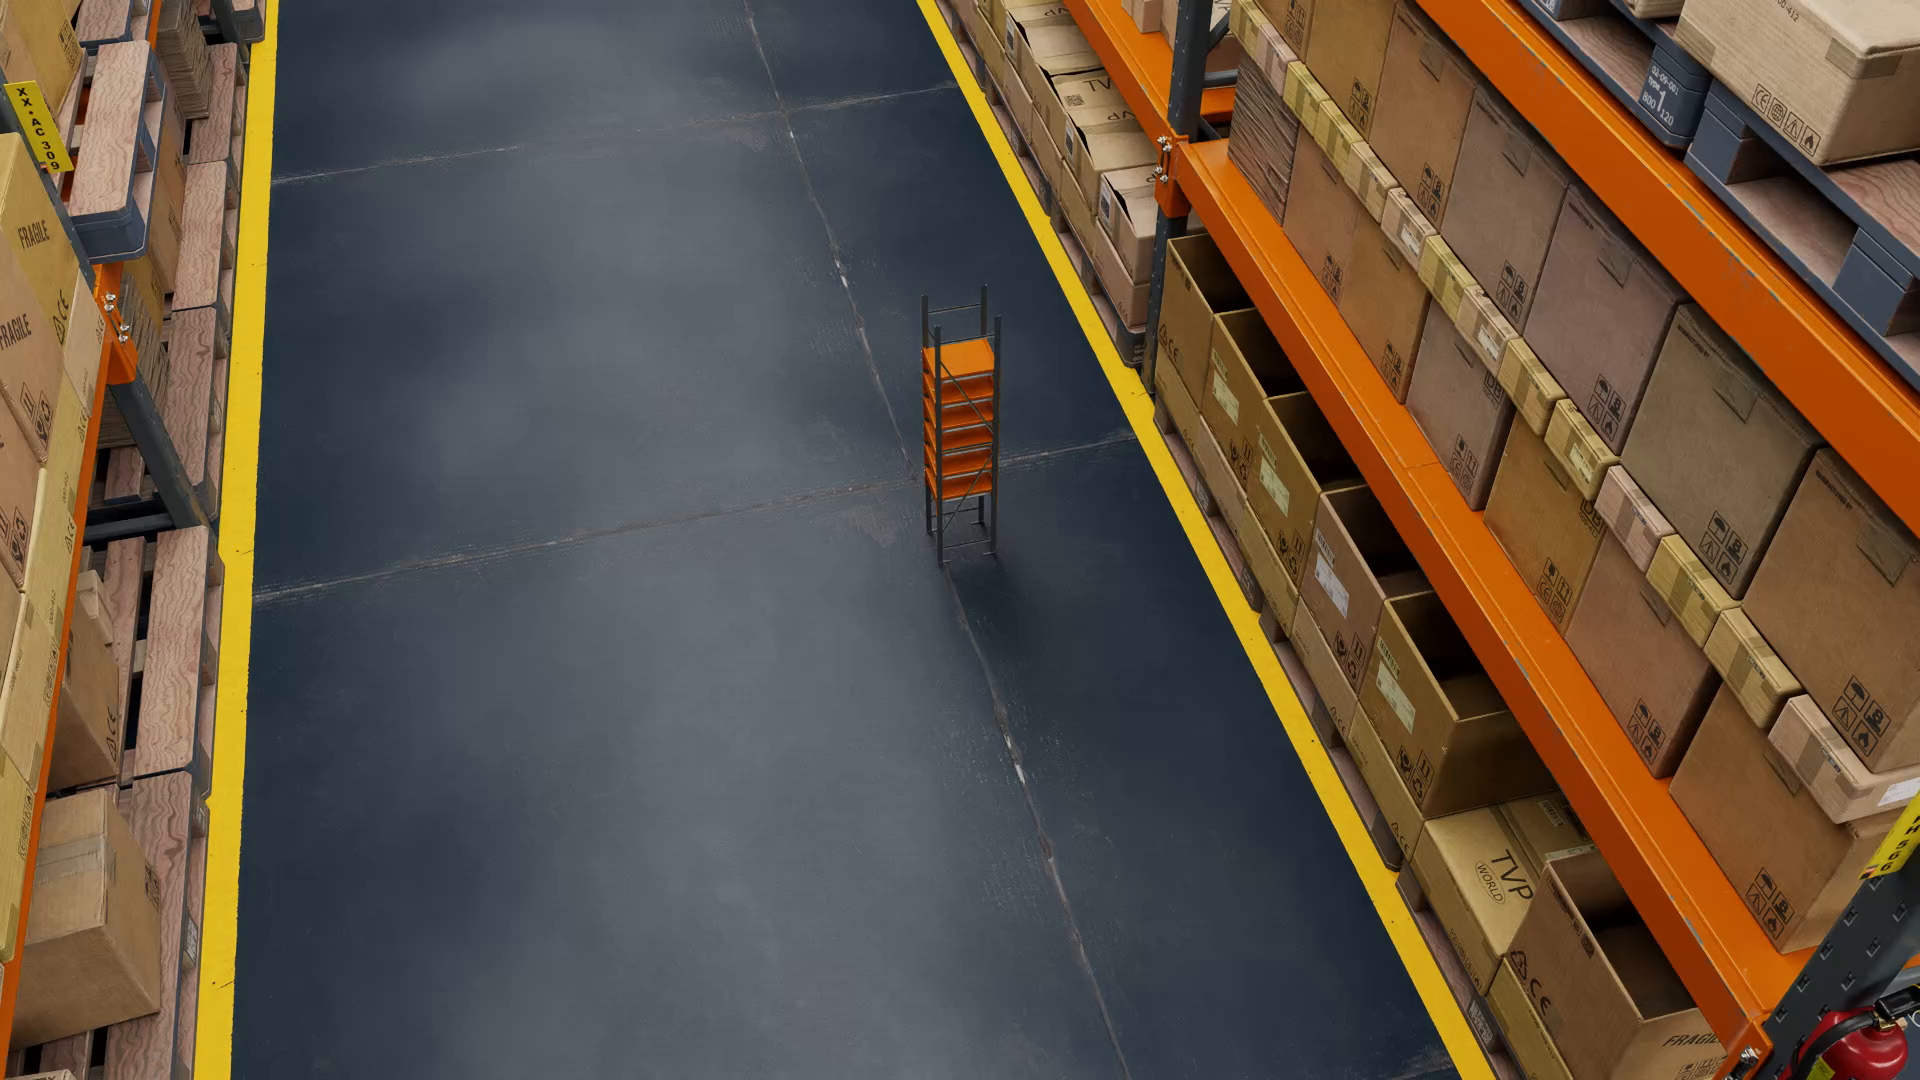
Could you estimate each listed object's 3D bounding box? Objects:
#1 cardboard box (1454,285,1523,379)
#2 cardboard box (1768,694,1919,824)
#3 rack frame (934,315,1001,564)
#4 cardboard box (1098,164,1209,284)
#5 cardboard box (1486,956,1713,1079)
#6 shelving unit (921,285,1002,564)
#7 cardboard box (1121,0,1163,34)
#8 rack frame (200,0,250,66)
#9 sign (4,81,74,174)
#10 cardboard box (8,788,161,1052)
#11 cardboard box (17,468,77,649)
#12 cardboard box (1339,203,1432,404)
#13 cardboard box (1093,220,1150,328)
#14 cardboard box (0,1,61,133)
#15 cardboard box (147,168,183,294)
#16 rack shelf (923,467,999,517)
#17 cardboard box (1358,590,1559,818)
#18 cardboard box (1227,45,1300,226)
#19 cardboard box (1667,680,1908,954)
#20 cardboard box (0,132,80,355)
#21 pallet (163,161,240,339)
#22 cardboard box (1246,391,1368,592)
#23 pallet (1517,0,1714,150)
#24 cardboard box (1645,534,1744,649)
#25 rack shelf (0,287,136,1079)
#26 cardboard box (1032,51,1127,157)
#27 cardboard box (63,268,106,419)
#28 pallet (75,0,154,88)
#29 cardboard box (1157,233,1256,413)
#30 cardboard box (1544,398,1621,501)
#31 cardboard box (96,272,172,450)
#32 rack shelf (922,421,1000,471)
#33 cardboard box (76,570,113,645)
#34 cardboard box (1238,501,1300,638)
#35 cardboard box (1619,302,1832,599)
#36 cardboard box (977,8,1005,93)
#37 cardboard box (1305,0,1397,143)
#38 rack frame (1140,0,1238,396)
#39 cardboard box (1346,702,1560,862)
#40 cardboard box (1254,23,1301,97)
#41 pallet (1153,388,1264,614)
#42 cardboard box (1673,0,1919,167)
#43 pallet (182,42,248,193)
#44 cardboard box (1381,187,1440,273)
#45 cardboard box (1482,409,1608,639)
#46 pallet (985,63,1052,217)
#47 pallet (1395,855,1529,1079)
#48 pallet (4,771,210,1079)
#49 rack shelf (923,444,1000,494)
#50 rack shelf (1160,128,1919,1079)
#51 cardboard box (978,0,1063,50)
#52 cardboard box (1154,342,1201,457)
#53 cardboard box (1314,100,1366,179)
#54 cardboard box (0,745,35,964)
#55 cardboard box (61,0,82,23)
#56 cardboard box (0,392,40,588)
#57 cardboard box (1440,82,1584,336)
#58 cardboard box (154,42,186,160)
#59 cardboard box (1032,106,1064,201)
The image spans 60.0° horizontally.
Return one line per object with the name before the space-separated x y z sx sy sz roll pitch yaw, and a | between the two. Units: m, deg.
cardboard box | 1.650 -0.622 4.735 0.380 0.149 0.250 -11 47 -11
cardboard box | 2.049 0.449 3.686 0.380 0.149 0.250 -11 47 -11
rack frame | 0.027 -0.347 6.250 0.240 1.200 0.006 -11 47 -10
cardboard box | 0.926 -1.430 7.290 0.500 0.311 0.500 -11 47 -10
cardboard box | 1.908 1.439 4.871 0.500 0.250 0.500 -11 47 -10
shelving unit | 0.004 -0.410 6.312 0.258 1.200 0.189 -11 47 -10
cardboard box | 0.905 -2.349 7.045 0.396 0.266 0.258 -12 47 -11
rack frame | -4.504 -3.675 8.252 1.000 3.000 0.127 -11 47 -10
sign | -2.958 -1.321 5.339 0.100 0.325 0.005 -11 47 -10
cardboard box | -2.832 1.165 4.950 0.700 0.500 0.500 -13 47 -13
cardboard box | -2.803 0.093 4.649 0.500 0.250 0.500 -11 47 -11
cardboard box | 1.693 -0.842 5.405 0.700 0.500 0.500 -10 46 -10
cardboard box | 0.921 -1.240 7.496 0.500 0.250 0.500 -11 47 -11
cardboard box | -3.578 -1.460 5.703 0.700 0.500 0.500 -11 47 -10
cardboard box | -3.957 -1.405 7.469 0.700 0.500 0.500 -10 46 -10
rack shelf | 0.004 -0.211 6.515 0.258 0.103 0.180 -11 47 -10
cardboard box | 1.636 0.489 5.277 0.500 0.500 0.500 -11 47 -10
cardboard box | 1.427 -1.552 6.101 0.700 0.500 0.500 -12 47 -11
cardboard box | 2.224 0.580 4.011 0.700 0.500 0.500 -11 47 -10
cardboard box | -3.060 -0.861 5.059 0.500 0.500 0.500 -11 47 -10
pallet | -3.997 -1.319 7.895 1.003 0.211 1.213 -11 47 -10
cardboard box | 1.379 -0.201 5.953 0.500 0.500 0.500 -11 47 -10
pallet | 1.859 -1.416 3.999 1.003 0.211 1.213 -11 47 -10
cardboard box | 1.915 0.092 4.036 0.380 0.149 0.250 -11 47 -11
rack shelf | -2.968 0.719 4.449 1.077 0.370 4.000 -11 47 -10
cardboard box | 0.662 -2.133 7.979 0.500 0.311 0.500 -11 47 -10
cardboard box | -3.066 -0.597 5.326 0.500 0.250 0.500 -11 47 -10
pallet | -3.958 -2.249 6.988 1.003 0.211 1.213 -11 47 -10
cardboard box | 1.123 -0.892 6.630 0.500 0.500 0.500 -11 47 -10
cardboard box | 1.785 -0.264 4.384 0.380 0.149 0.250 -9 46 -9
cardboard box | -3.685 -0.698 6.776 0.700 0.500 0.500 -9 46 -9
rack shelf | 0.004 -0.379 6.343 0.258 0.103 0.180 -11 47 -10
cardboard box | -3.314 0.288 6.043 0.380 0.166 0.250 -16 48 -15
cardboard box | 1.379 0.061 6.221 0.500 0.250 0.500 -11 47 -10
cardboard box | 2.071 -0.273 3.939 0.700 0.500 0.500 -12 47 -11
cardboard box | 0.402 -2.648 8.876 0.500 0.250 0.500 -12 47 -11
cardboard box | 1.558 -1.657 5.296 0.700 0.500 0.500 -11 47 -10
rack frame | 1.307 -1.822 6.435 1.000 3.000 0.127 -11 47 -10
cardboard box | 1.639 0.751 5.545 0.500 0.250 0.500 -11 47 -10
cardboard box | 1.253 -1.690 5.782 0.380 0.149 0.250 -10 46 -10
pallet | 1.470 -0.289 6.886 1.003 0.211 1.213 -11 47 -10
cardboard box | 1.782 -1.001 3.243 0.500 0.250 0.500 -11 47 -10
pallet | -4.306 -2.160 8.719 1.003 0.211 1.213 -11 47 -10
cardboard box | 1.523 -0.974 5.080 0.380 0.149 0.250 -12 47 -11
cardboard box | 1.963 -0.126 4.703 0.700 0.500 0.500 -10 46 -10
pallet | 0.765 -2.192 8.750 1.003 0.211 1.213 -11 47 -10
pallet | 2.095 1.395 5.235 1.003 0.211 1.213 -11 47 -10
pallet | -2.958 1.363 5.266 1.003 0.211 1.213 -11 47 -10
rack shelf | 0.004 -0.295 6.429 0.258 0.103 0.180 -11 47 -10
rack shelf | 1.819 -0.189 5.339 1.077 0.370 4.000 -11 47 -10
cardboard box | 0.404 -2.836 8.667 0.500 0.311 0.500 -12 47 -11
cardboard box | 1.133 -0.631 6.899 0.500 0.250 0.500 -11 47 -10
cardboard box | 1.389 -1.331 5.430 0.380 0.149 0.250 -11 47 -11
cardboard box | -2.546 0.790 3.967 0.500 0.250 0.500 -11 47 -11
cardboard box | -3.913 -2.296 6.522 0.700 0.500 0.500 -5 46 -5
cardboard box | -2.809 -0.168 4.380 0.500 0.500 0.500 -12 47 -11
cardboard box | 1.812 -0.967 4.619 0.700 0.500 0.500 -11 47 -10
cardboard box | -4.250 -2.090 8.140 0.700 0.500 0.500 -11 47 -10
cardboard box | 0.662 -1.943 8.185 0.500 0.250 0.500 -10 46 -9
